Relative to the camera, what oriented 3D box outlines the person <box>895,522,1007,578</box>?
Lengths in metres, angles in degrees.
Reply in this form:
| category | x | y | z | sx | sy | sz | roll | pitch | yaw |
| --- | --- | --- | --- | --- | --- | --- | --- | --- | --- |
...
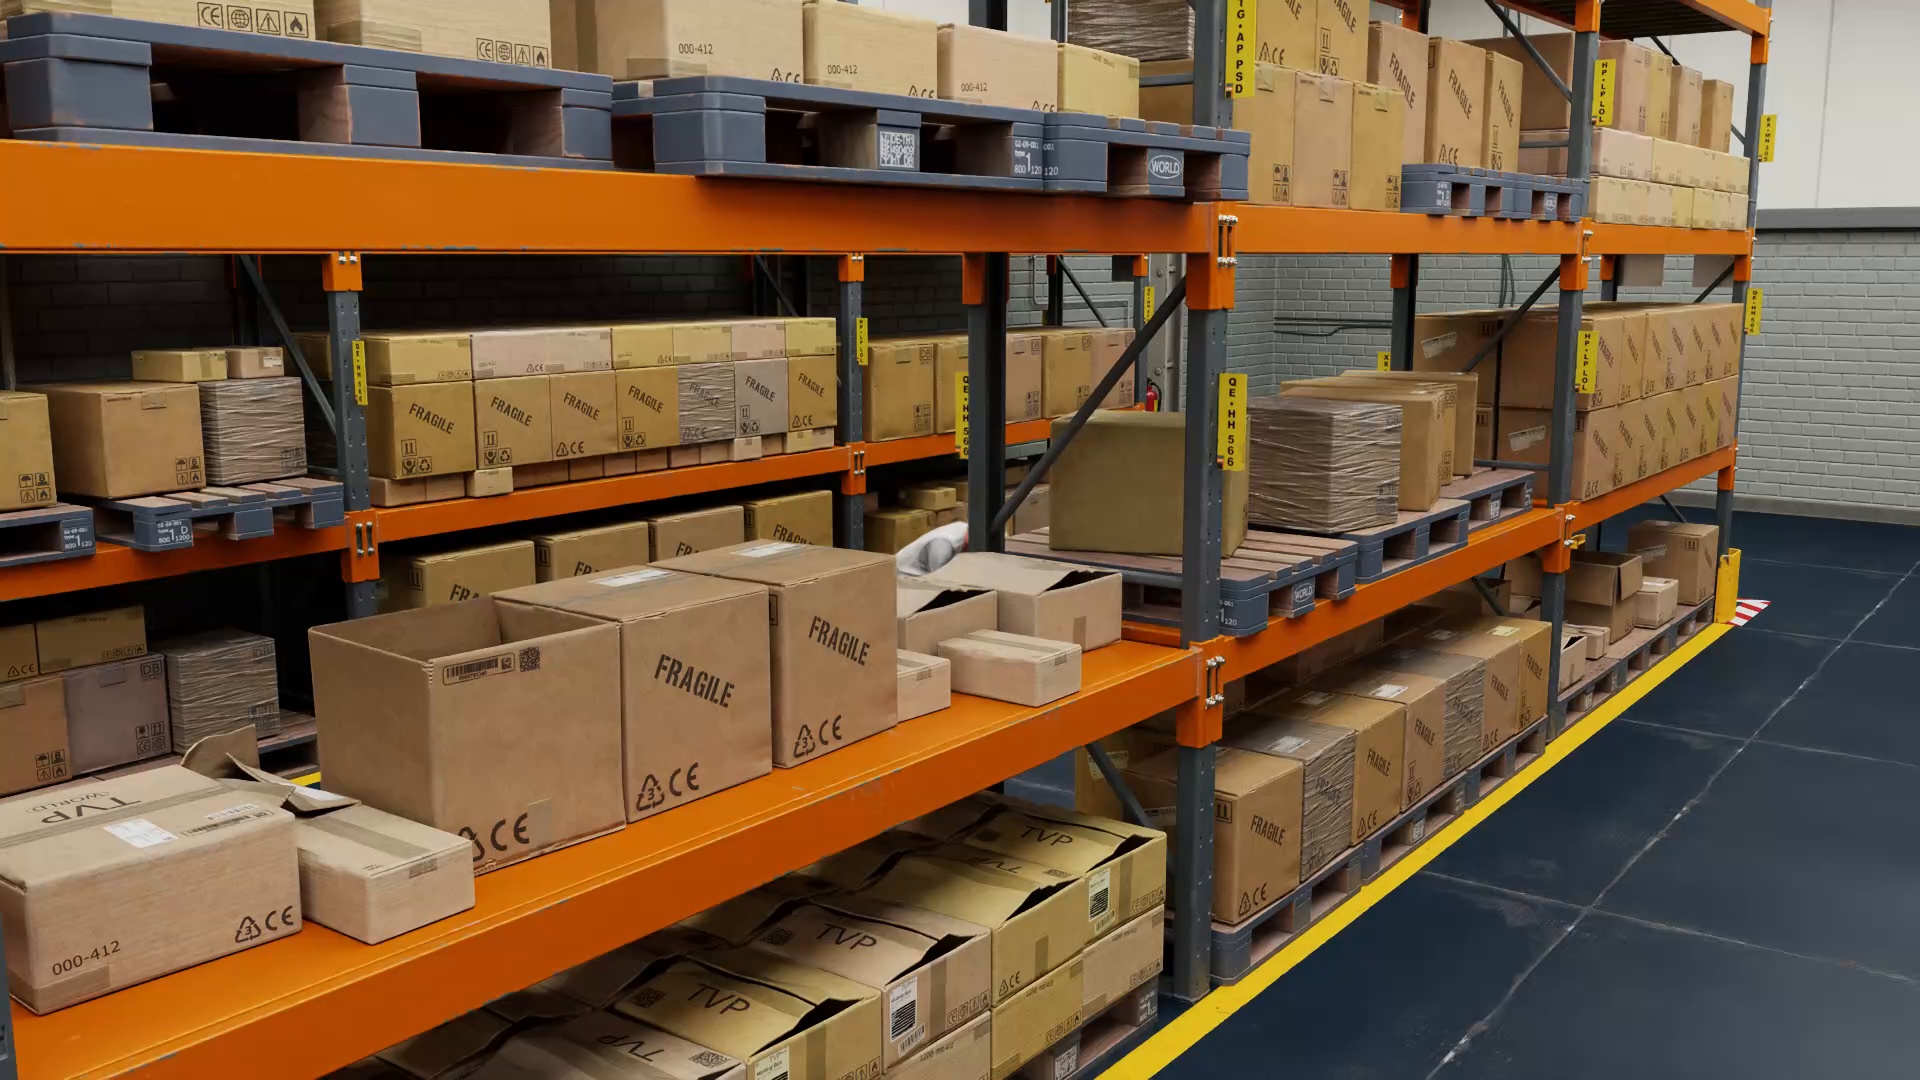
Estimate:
| category | x | y | z | sx | sy | sz | roll | pitch | yaw |
| --- | --- | --- | --- | --- | --- | --- | --- | --- | --- |
| person | -0.082 | 0.366 | 9.978 | 0.844 | 1.186 | 0.581 | 7 | 12 | 36 |
